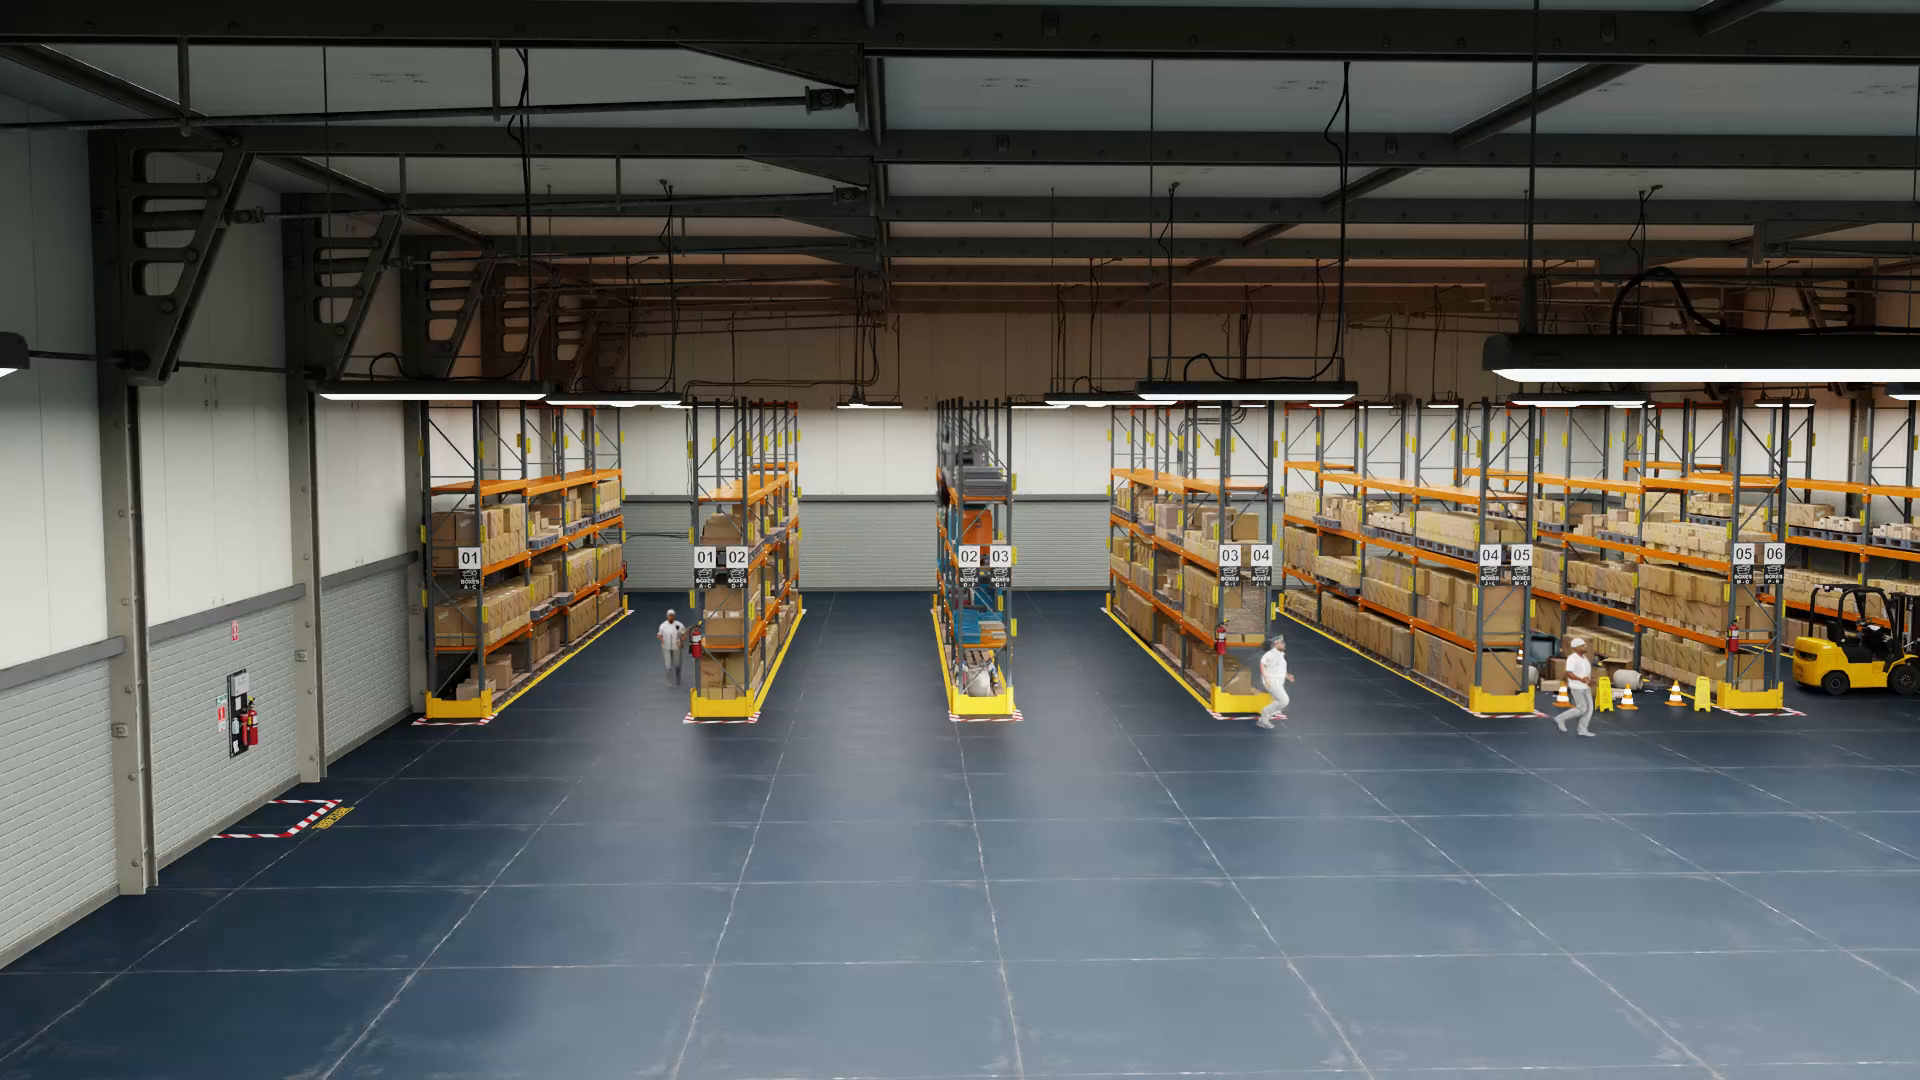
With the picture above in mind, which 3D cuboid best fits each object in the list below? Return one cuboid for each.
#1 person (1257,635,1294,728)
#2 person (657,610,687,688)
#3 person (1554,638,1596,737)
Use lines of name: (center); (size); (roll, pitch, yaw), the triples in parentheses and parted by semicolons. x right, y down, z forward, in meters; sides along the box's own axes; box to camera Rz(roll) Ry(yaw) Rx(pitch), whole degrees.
person: (5.689, 2.547, 29.970); (0.652, 1.705, 0.602); (2, 5, 27)
person: (-5.954, 2.256, 34.360); (0.598, 1.621, 0.557); (-1, 4, -8)
person: (10.912, 2.591, 29.385); (0.700, 1.729, 0.710); (4, 6, 41)
